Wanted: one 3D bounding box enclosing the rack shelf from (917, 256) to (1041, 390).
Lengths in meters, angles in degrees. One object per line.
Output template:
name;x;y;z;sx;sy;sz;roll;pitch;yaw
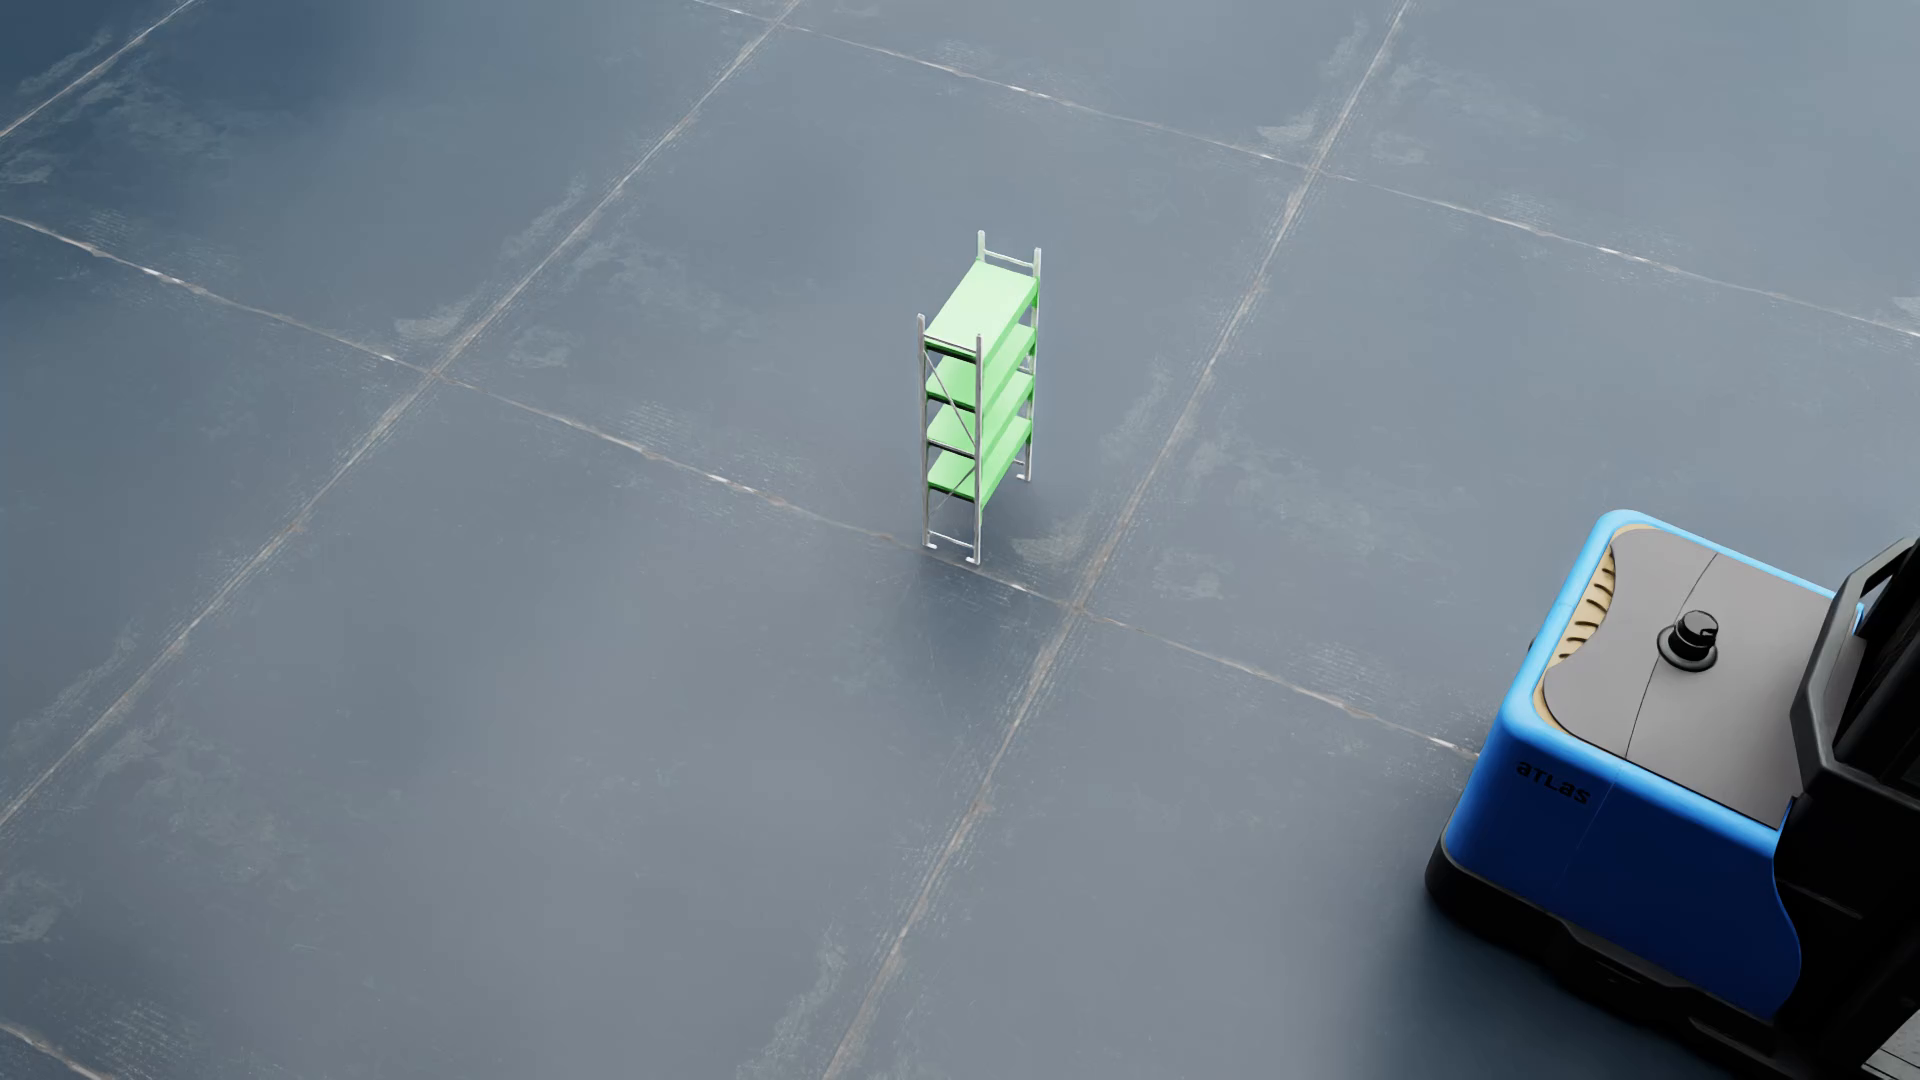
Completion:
rack shelf;0.071;-0.772;5.888;0.258;0.148;0.480;20;52;16

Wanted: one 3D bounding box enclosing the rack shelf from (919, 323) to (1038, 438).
rack shelf;0.071;-0.617;6.071;0.258;0.148;0.480;20;52;16

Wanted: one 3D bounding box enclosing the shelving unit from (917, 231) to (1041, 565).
shelving unit;0.071;-0.503;6.205;0.258;1.200;0.503;20;52;16

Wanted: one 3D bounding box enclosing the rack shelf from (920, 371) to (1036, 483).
rack shelf;0.071;-0.461;6.254;0.258;0.148;0.480;20;52;16

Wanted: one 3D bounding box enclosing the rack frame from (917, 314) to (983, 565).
rack frame;-0.034;-0.335;6.062;0.240;1.200;0.015;20;52;16

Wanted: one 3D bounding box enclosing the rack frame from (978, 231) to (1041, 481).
rack frame;0.175;-0.671;6.348;0.240;1.200;0.015;20;52;16

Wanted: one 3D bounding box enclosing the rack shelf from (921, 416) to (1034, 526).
rack shelf;0.071;-0.306;6.437;0.258;0.148;0.480;20;52;16

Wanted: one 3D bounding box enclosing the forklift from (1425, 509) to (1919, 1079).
forklift;3.058;0.541;4.180;3.031;2.935;1.130;26;54;20
